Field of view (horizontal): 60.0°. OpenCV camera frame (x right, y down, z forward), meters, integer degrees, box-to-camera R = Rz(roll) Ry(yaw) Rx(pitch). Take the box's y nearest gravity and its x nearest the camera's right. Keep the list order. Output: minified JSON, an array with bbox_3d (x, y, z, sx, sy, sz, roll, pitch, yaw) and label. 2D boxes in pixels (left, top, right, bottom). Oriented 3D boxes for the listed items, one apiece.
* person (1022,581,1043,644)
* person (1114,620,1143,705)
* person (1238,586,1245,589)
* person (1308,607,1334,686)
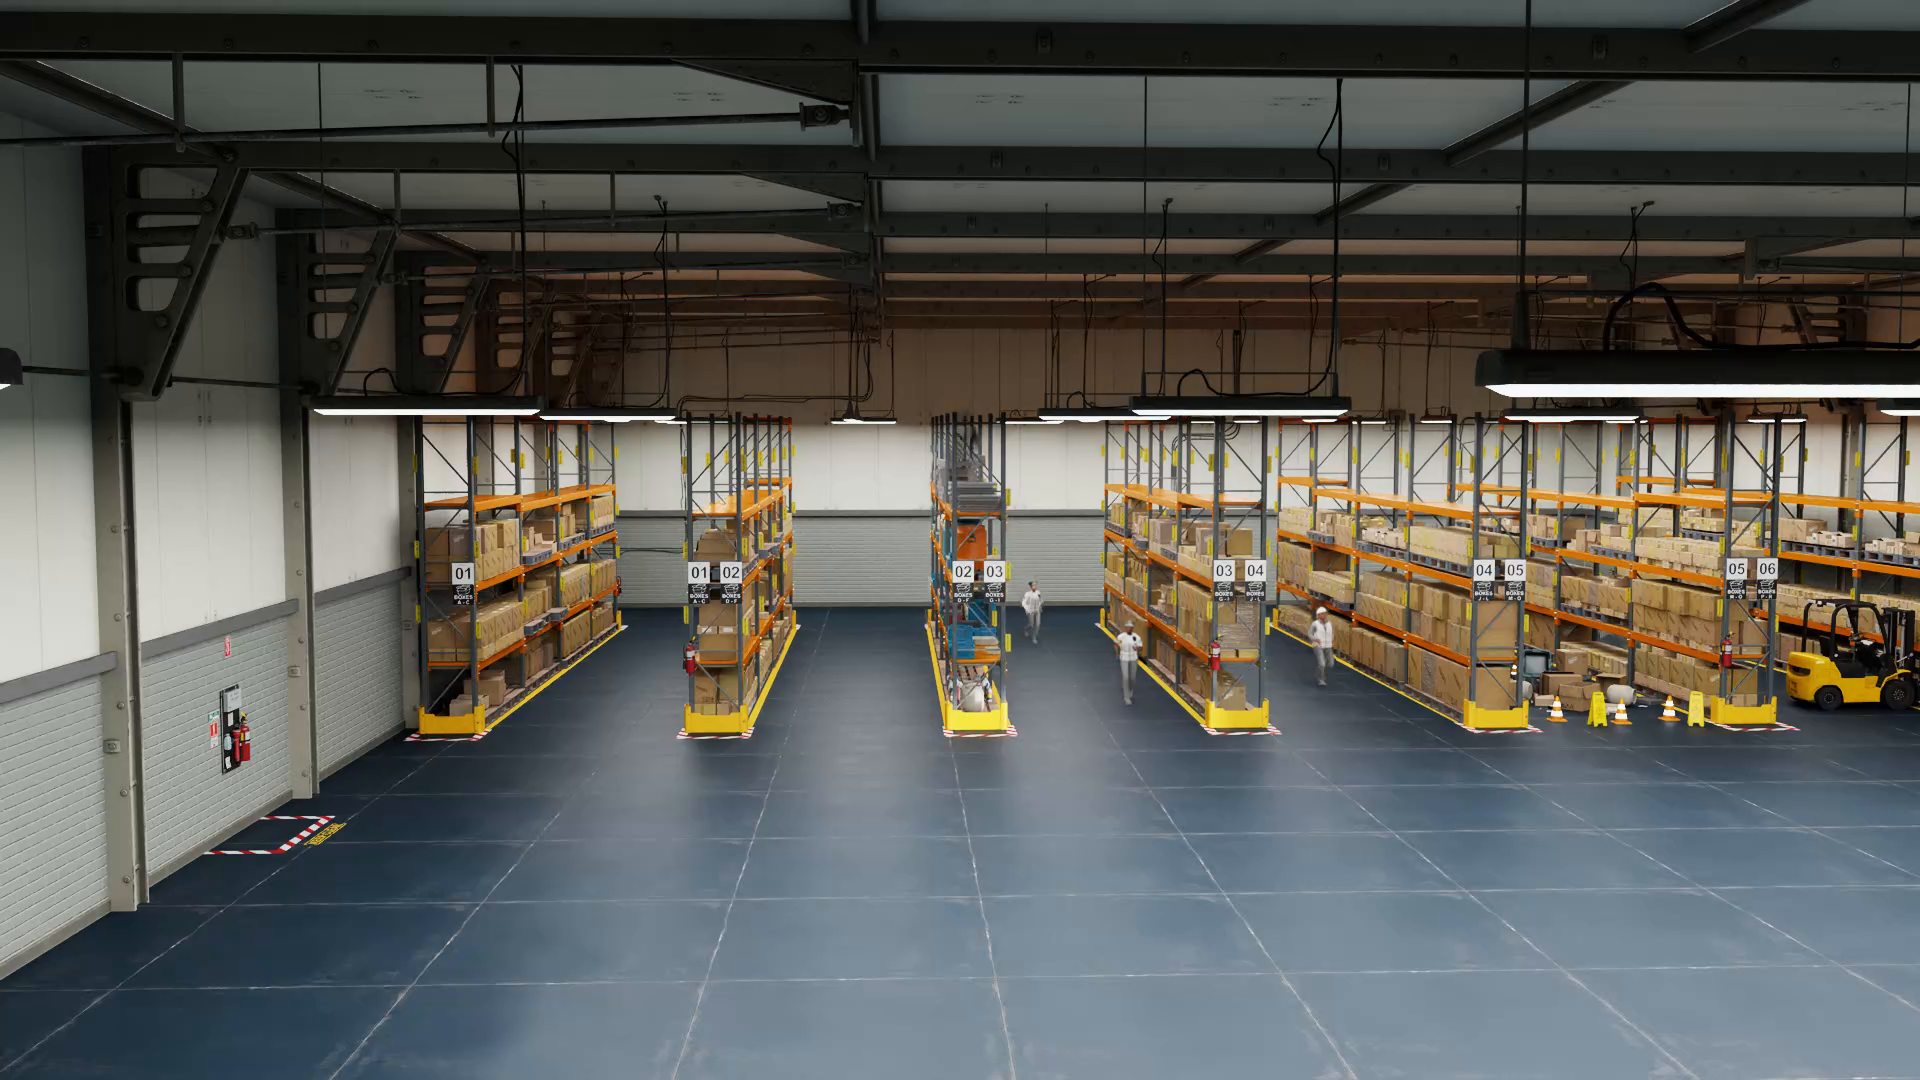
[{"bbox_3d":[1.941,1.901,44.217,0.602,1.665,0.637,-1,4,-19],"label":"person"},{"bbox_3d":[3.506,2.505,34.525,0.570,1.698,0.929,0,4,-4],"label":"person"},{"bbox_3d":[7.776,1.650,47.411,0.733,1.739,0.840,2,4,27],"label":"person"},{"bbox_3d":[8.027,2.356,36.799,0.656,1.722,0.603,-1,4,-13],"label":"person"}]
